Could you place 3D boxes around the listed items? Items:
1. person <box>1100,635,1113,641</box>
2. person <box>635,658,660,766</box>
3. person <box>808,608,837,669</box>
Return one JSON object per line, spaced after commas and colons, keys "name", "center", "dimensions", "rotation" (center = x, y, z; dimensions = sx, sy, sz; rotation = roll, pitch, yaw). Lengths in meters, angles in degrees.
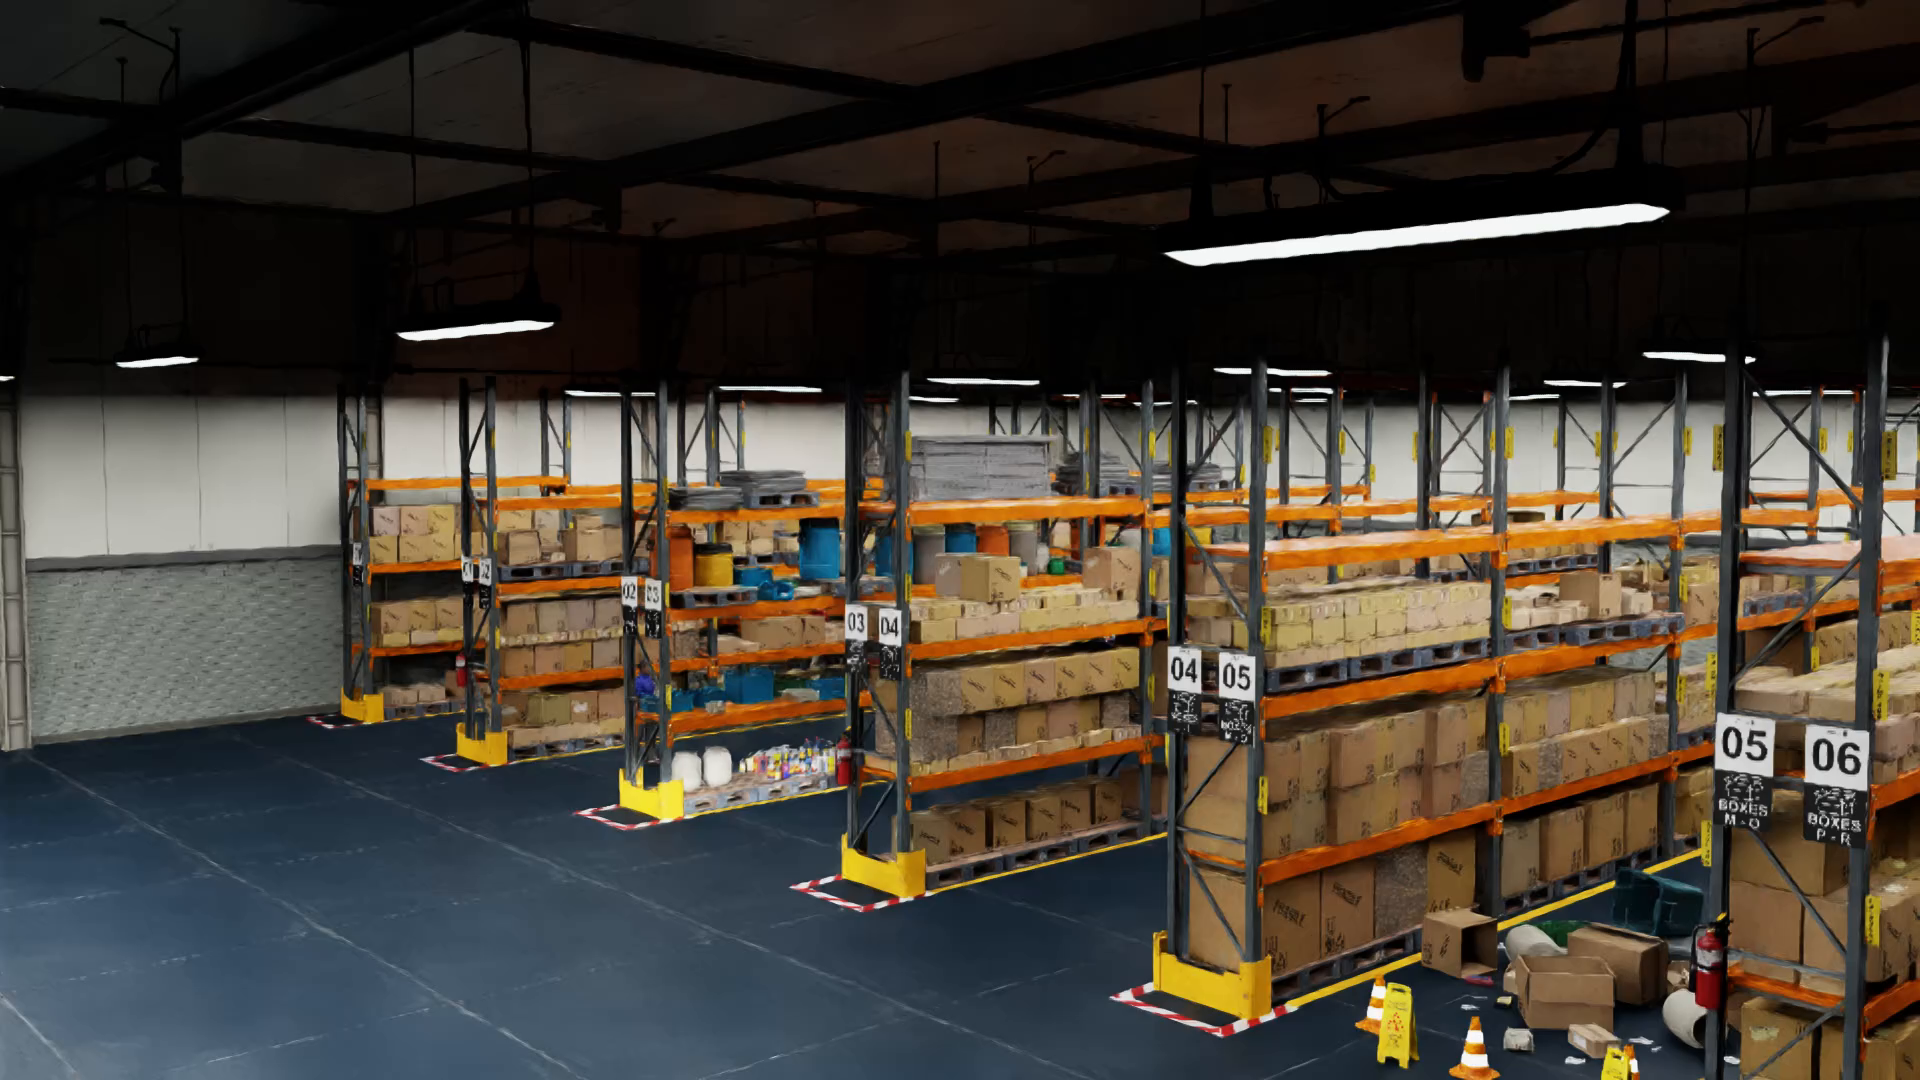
{"name": "person", "center": [2.799, 2.327, 30.644], "dimensions": [0.590, 1.629, 0.556], "rotation": [-1, 4, -15]}
{"name": "person", "center": [-4.825, 2.644, 25.558], "dimensions": [0.437, 1.667, 0.553], "rotation": [1, 4, 19]}
{"name": "person", "center": [-2.988, 2.034, 34.921], "dimensions": [1.113, 1.645, 0.542], "rotation": [-3, 5, -39]}
